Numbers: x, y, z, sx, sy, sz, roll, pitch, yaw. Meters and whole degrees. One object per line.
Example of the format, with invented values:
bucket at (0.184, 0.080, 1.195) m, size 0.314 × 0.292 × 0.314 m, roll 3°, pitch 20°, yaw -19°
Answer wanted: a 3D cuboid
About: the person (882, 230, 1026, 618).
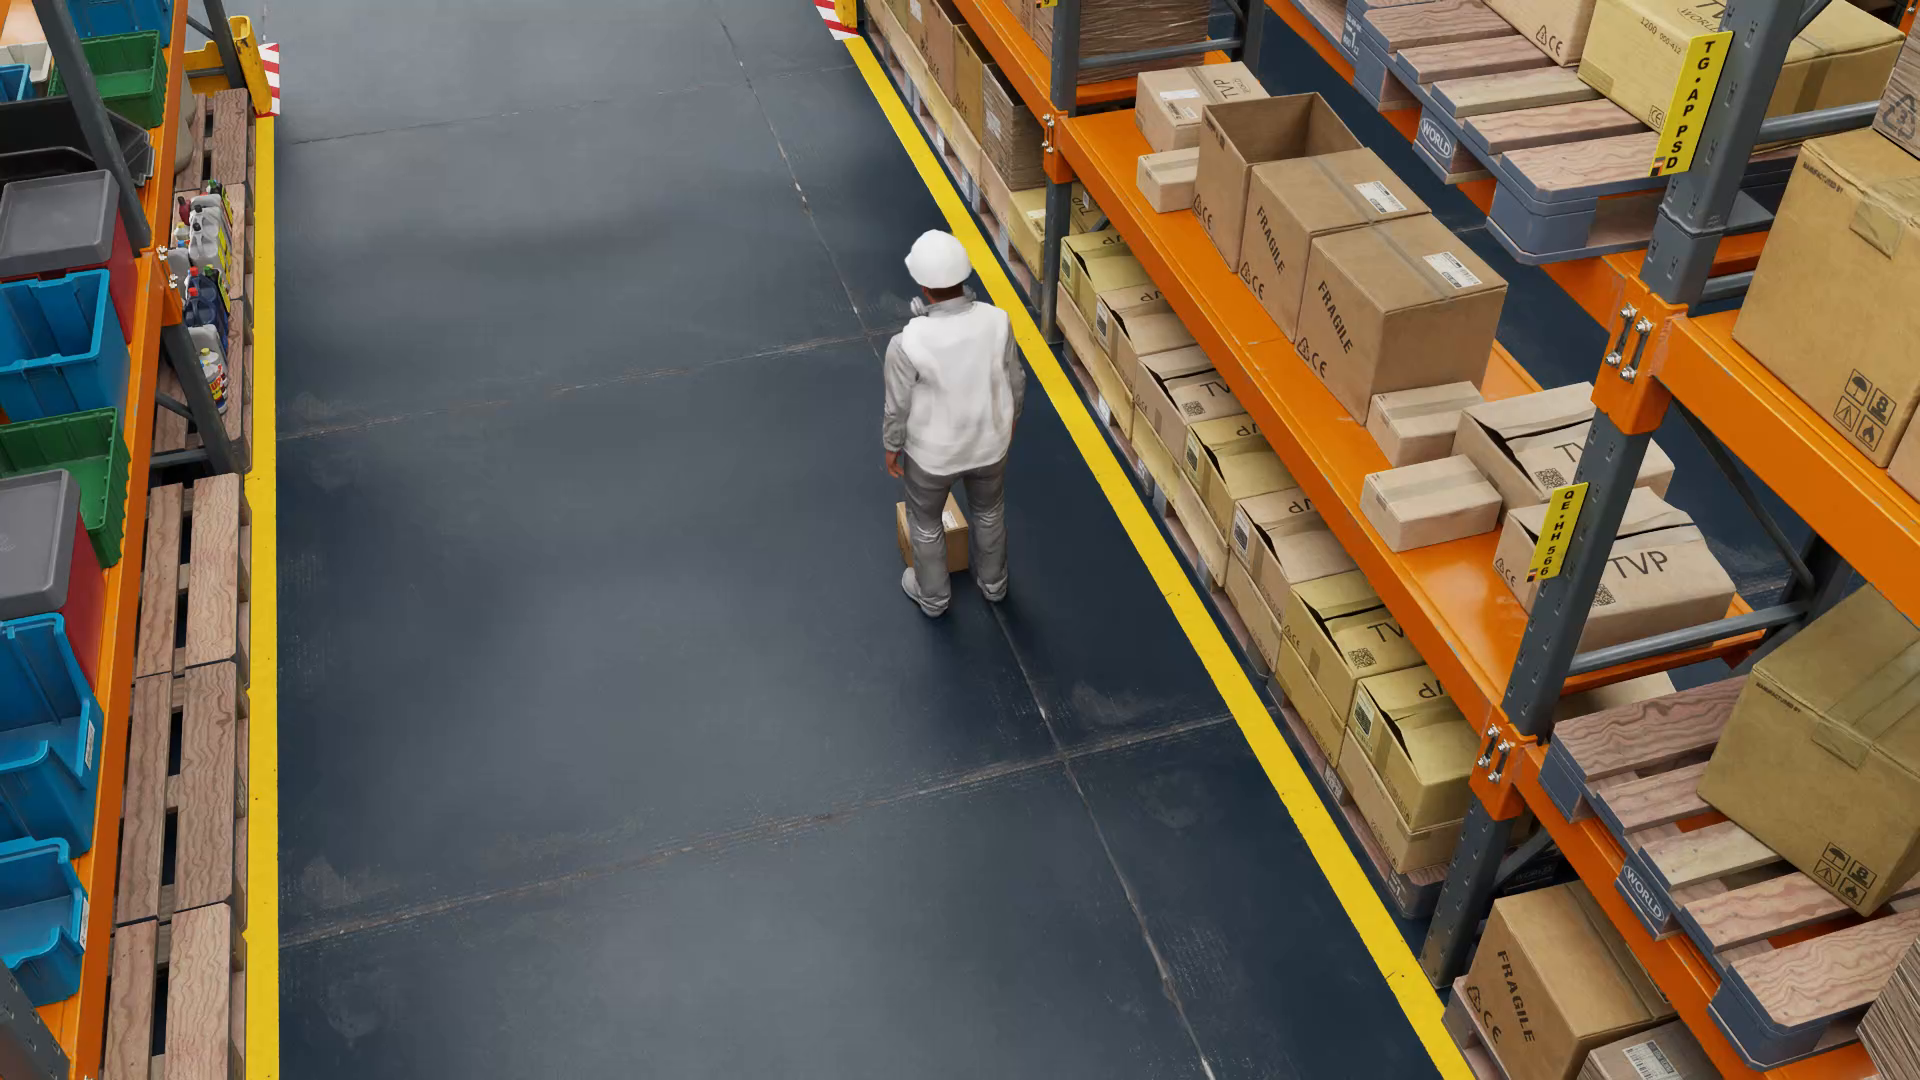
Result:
person at (-0.030, -0.418, 6.607) m, size 0.582 × 1.769 × 0.467 m, roll -14°, pitch 44°, yaw -15°
